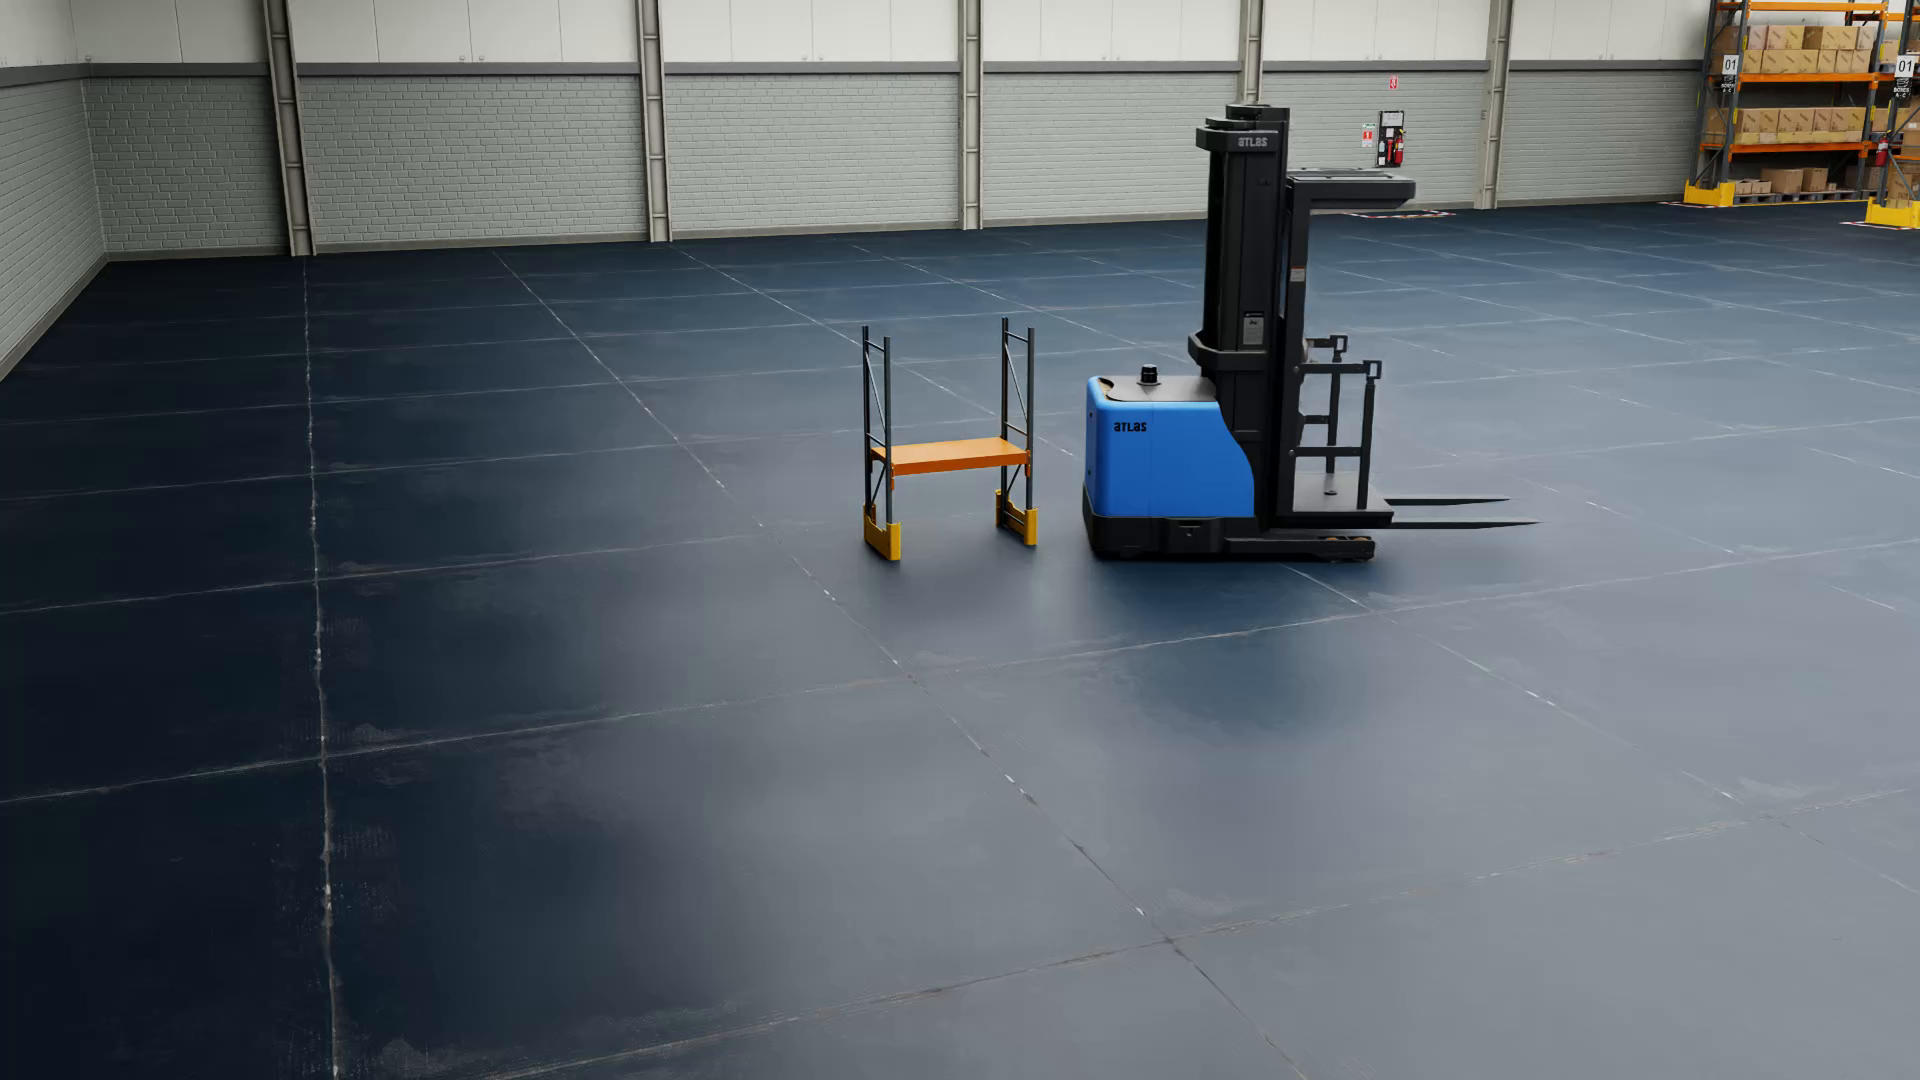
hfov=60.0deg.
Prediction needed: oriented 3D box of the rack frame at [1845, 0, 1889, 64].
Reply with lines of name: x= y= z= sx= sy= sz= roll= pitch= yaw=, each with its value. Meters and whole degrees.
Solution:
rack frame: x=20.396 y=-12.235 z=37.291 sx=0.127 sy=3.000 sz=1.000 roll=-6 pitch=17 yaw=-20

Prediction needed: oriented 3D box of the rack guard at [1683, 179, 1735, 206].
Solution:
rack guard: x=16.732 y=-7.761 z=37.141 sx=0.348 sy=0.500 sz=1.175 roll=-6 pitch=17 yaw=-20

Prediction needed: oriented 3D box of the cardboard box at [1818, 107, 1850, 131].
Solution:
cardboard box: x=19.601 y=-9.473 z=37.433 sx=0.500 sy=0.500 sz=0.500 roll=-6 pitch=17 yaw=-20

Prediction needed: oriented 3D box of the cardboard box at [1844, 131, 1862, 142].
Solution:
cardboard box: x=20.062 y=-9.167 z=37.720 sx=0.500 sy=0.250 sz=0.500 roll=-6 pitch=17 yaw=-20

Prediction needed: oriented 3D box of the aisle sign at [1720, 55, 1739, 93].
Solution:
aisle sign: x=16.701 y=-10.114 z=36.103 sx=0.004 sy=0.787 sz=0.394 roll=-6 pitch=17 yaw=-20

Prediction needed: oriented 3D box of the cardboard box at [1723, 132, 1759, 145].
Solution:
cardboard box: x=17.230 y=-8.856 z=36.664 sx=0.500 sy=0.250 sz=0.500 roll=-7 pitch=18 yaw=-22

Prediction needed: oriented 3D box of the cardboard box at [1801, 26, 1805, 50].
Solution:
cardboard box: x=18.416 y=-11.192 z=37.077 sx=0.500 sy=0.500 sz=0.500 roll=-6 pitch=17 yaw=-20

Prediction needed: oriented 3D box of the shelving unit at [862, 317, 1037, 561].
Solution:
shelving unit: x=-0.071 y=-0.712 z=11.361 sx=1.083 sy=1.500 sz=0.587 roll=-6 pitch=17 yaw=-20

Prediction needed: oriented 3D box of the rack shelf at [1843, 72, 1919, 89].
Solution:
rack shelf: x=22.263 y=-10.652 z=38.501 sx=4.000 sy=0.370 sz=1.077 roll=-6 pitch=17 yaw=-20

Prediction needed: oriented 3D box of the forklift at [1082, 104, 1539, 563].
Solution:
forklift: x=2.397 y=-1.406 z=11.185 sx=3.031 sy=2.935 sz=1.130 roll=0 pitch=16 yaw=0

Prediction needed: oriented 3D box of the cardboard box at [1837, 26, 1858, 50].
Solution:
cardboard box: x=19.514 y=-11.153 z=36.942 sx=0.500 sy=0.500 sz=0.500 roll=-5 pitch=17 yaw=-17

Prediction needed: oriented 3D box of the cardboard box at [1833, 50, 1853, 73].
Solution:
cardboard box: x=19.536 y=-10.690 z=37.140 sx=0.500 sy=0.500 sz=0.500 roll=-8 pitch=18 yaw=-25

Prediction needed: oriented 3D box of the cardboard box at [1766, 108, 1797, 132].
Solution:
cardboard box: x=18.164 y=-9.317 z=36.903 sx=0.500 sy=0.500 sz=0.500 roll=-7 pitch=18 yaw=-22

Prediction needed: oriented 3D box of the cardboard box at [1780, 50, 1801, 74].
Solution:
cardboard box: x=18.060 y=-10.516 z=36.548 sx=0.500 sy=0.500 sz=0.500 roll=-5 pitch=17 yaw=-18

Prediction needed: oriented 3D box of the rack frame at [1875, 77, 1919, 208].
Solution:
rack frame: x=18.437 y=-7.650 z=32.326 sx=0.127 sy=3.000 sz=1.000 roll=-6 pitch=17 yaw=-20

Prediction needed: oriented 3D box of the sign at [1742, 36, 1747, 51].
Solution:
sign: x=16.855 y=-10.669 z=35.731 sx=0.005 sy=0.325 sz=0.100 roll=-6 pitch=17 yaw=-20

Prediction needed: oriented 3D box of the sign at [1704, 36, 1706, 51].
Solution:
sign: x=16.481 y=-10.965 z=36.720 sx=0.005 sy=0.325 sz=0.100 roll=-6 pitch=17 yaw=-20

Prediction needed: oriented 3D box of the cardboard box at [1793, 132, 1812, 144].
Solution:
cardboard box: x=18.660 y=-9.013 z=37.196 sx=0.500 sy=0.250 sz=0.500 roll=-6 pitch=17 yaw=-20

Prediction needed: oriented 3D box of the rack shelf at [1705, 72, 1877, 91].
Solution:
rack shelf: x=18.528 y=-10.249 z=37.128 sx=4.000 sy=0.370 sz=1.077 roll=-6 pitch=17 yaw=-20

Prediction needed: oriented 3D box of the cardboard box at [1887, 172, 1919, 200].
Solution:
cardboard box: x=18.831 y=-7.025 z=32.999 sx=0.500 sy=0.500 sz=0.500 roll=-6 pitch=17 yaw=-20

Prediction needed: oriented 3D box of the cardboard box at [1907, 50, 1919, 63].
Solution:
cardboard box: x=21.510 y=-11.051 z=37.994 sx=0.500 sy=0.311 sz=0.500 roll=-6 pitch=17 yaw=-18

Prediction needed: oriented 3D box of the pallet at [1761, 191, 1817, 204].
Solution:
pallet: x=18.640 y=-7.817 z=37.844 sx=1.213 sy=0.211 sz=1.003 roll=-6 pitch=17 yaw=-20

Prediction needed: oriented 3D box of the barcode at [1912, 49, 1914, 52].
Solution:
barcode: x=18.546 y=-9.525 z=32.357 sx=0.075 sy=0.075 sz=0.001 roll=-6 pitch=17 yaw=-20

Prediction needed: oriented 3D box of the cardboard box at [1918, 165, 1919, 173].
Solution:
cardboard box: x=22.501 y=-8.606 z=39.237 sx=0.500 sy=0.500 sz=0.700 roll=-6 pitch=17 yaw=-20

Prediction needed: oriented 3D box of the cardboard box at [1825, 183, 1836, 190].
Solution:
cardboard box: x=19.907 y=-8.146 z=38.263 sx=0.250 sy=0.166 sz=0.380 roll=-9 pitch=18 yaw=-27

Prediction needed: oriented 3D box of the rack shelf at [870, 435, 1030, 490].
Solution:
rack shelf: x=-0.080 y=-0.538 z=11.408 sx=1.000 sy=0.185 sz=0.538 roll=-6 pitch=17 yaw=-20

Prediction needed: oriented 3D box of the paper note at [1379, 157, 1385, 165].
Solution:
paper note: x=8.891 y=-7.985 z=35.029 sx=0.142 sy=0.148 sz=0.016 roll=-6 pitch=17 yaw=-20

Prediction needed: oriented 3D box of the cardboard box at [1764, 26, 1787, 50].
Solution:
cardboard box: x=17.594 y=-10.942 z=36.224 sx=0.500 sy=0.500 sz=0.500 roll=-6 pitch=18 yaw=-21

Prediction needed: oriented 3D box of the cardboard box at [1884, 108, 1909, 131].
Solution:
cardboard box: x=21.408 y=-9.712 z=38.390 sx=0.500 sy=0.500 sz=0.700 roll=-4 pitch=17 yaw=-14

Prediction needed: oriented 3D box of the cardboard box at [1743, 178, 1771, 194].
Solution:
cardboard box: x=17.871 y=-7.978 z=37.432 sx=0.500 sy=0.311 sz=0.500 roll=-5 pitch=17 yaw=-15

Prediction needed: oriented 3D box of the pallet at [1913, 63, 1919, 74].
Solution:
pallet: x=19.106 y=-9.111 z=32.135 sx=1.213 sy=0.211 sz=1.003 roll=-6 pitch=17 yaw=-20

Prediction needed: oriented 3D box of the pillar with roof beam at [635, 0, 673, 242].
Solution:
pillar with roof beam: x=-3.866 y=-8.577 z=24.836 sx=0.400 sy=9.000 sz=9.100 roll=-6 pitch=17 yaw=-20

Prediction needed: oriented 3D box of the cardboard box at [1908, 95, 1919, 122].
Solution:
cardboard box: x=18.927 y=-8.370 z=32.296 sx=0.500 sy=0.500 sz=0.700 roll=-6 pitch=17 yaw=-20

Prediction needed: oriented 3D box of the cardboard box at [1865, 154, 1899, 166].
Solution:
cardboard box: x=21.487 y=-8.852 z=38.743 sx=0.500 sy=0.250 sz=0.500 roll=-7 pitch=18 yaw=-21

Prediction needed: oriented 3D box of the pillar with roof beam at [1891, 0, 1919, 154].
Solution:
pillar with roof beam: x=24.148 y=-11.602 z=35.136 sx=0.400 sy=9.000 sz=9.100 roll=-6 pitch=17 yaw=-20

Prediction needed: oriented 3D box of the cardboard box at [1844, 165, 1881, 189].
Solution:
cardboard box: x=21.077 y=-8.447 z=38.694 sx=0.500 sy=0.500 sz=0.700 roll=-6 pitch=17 yaw=-18

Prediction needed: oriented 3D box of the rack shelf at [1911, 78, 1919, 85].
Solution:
rack shelf: x=20.304 y=-8.946 z=32.691 sx=4.000 sy=0.370 sz=1.077 roll=-6 pitch=17 yaw=-20

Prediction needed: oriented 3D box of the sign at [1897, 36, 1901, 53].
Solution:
sign: x=18.255 y=-9.620 z=32.280 sx=0.005 sy=0.325 sz=0.100 roll=-6 pitch=17 yaw=-20

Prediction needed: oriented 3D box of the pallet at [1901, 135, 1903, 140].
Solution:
pallet: x=22.297 y=-9.457 z=38.820 sx=1.213 sy=0.211 sz=1.003 roll=-6 pitch=17 yaw=-20

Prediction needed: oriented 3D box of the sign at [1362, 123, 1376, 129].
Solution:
sign: x=8.535 y=-8.648 z=34.720 sx=0.331 sy=0.109 sz=0.001 roll=-6 pitch=17 yaw=-20
